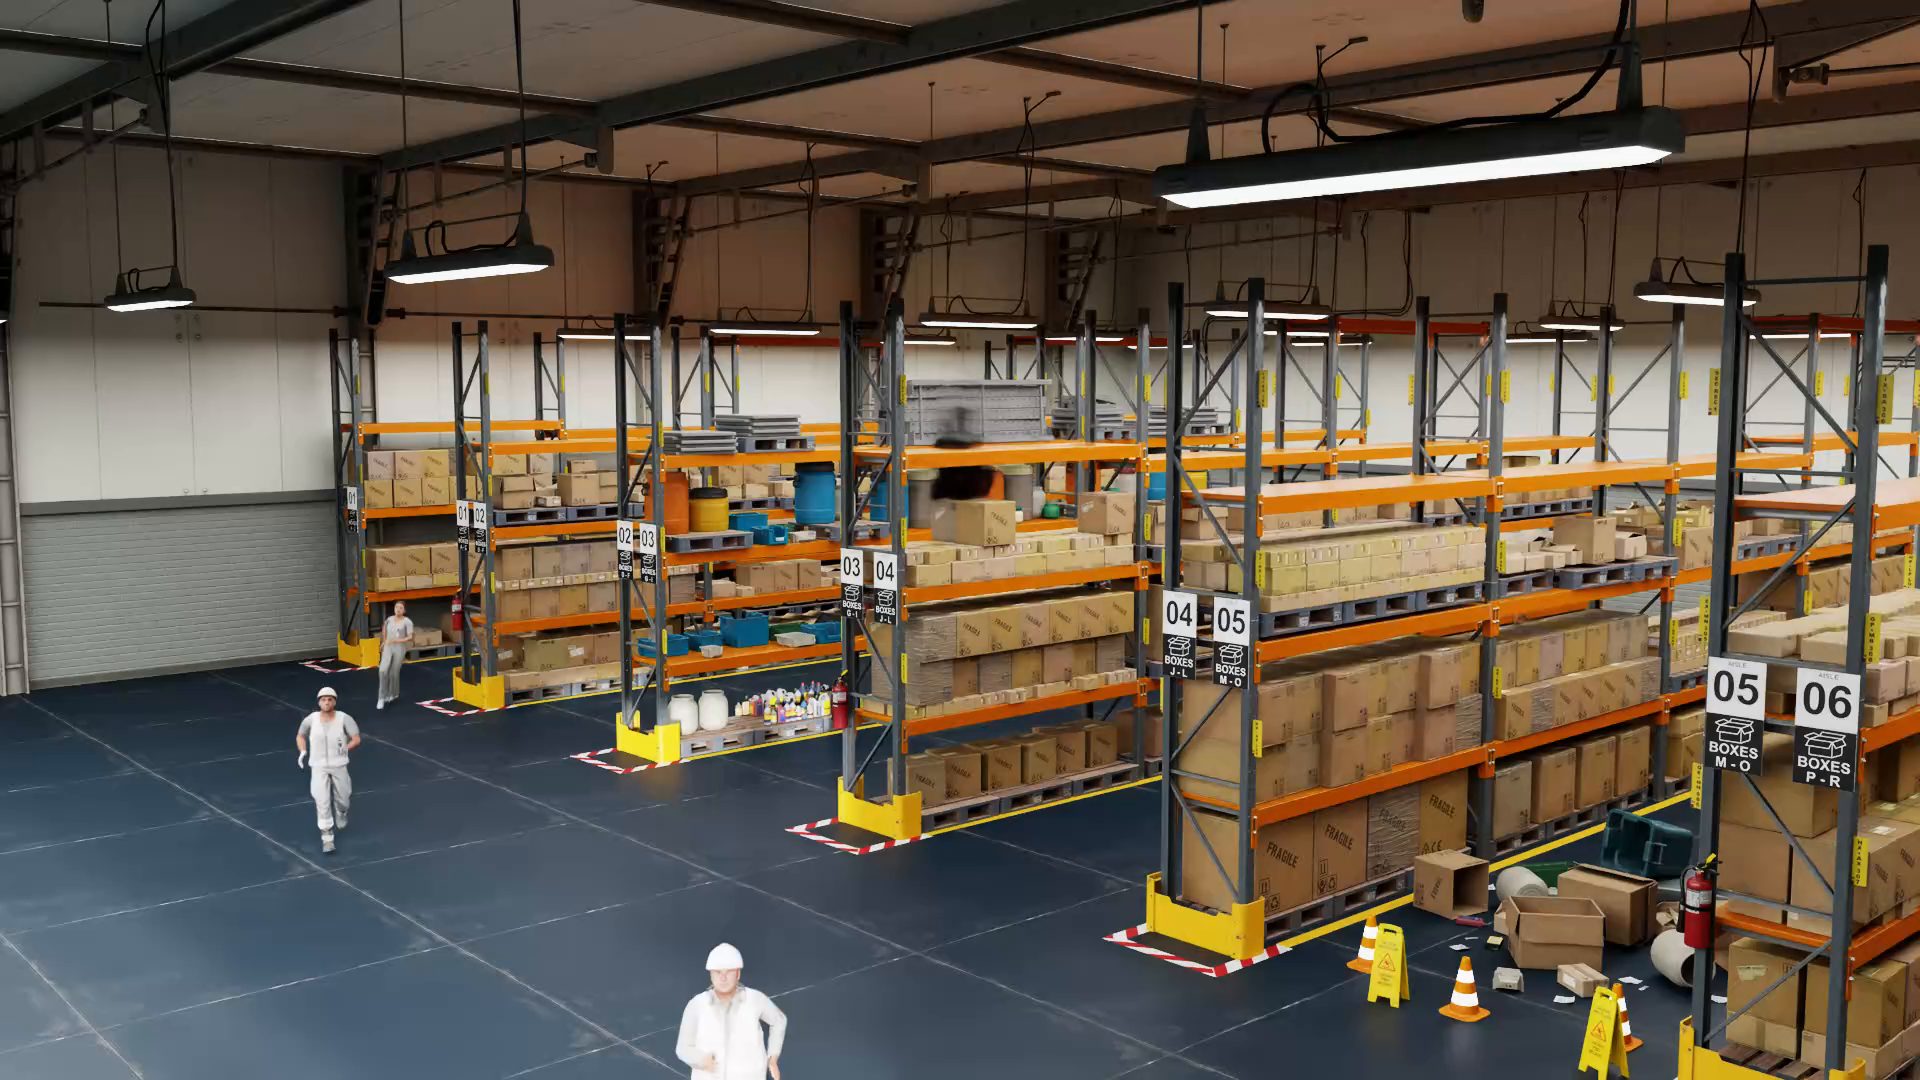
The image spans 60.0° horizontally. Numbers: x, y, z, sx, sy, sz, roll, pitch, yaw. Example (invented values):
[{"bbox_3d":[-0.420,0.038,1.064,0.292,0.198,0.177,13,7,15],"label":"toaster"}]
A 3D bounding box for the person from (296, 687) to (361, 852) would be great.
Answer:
[{"bbox_3d":[-6.931,2.488,18.269,0.669,1.759,0.868,-2,6,-18],"label":"person"}]

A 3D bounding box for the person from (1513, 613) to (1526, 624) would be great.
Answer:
[{"bbox_3d":[8.314,1.905,24.737,0.583,1.720,0.691,5,8,43],"label":"person"}]

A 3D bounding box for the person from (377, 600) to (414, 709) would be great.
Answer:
[{"bbox_3d":[-8.814,1.766,26.006,0.567,1.652,0.732,0,6,-2],"label":"person"}]

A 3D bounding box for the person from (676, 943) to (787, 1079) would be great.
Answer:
[{"bbox_3d":[-1.375,3.311,9.940,0.625,1.806,0.721,0,6,1],"label":"person"}]
